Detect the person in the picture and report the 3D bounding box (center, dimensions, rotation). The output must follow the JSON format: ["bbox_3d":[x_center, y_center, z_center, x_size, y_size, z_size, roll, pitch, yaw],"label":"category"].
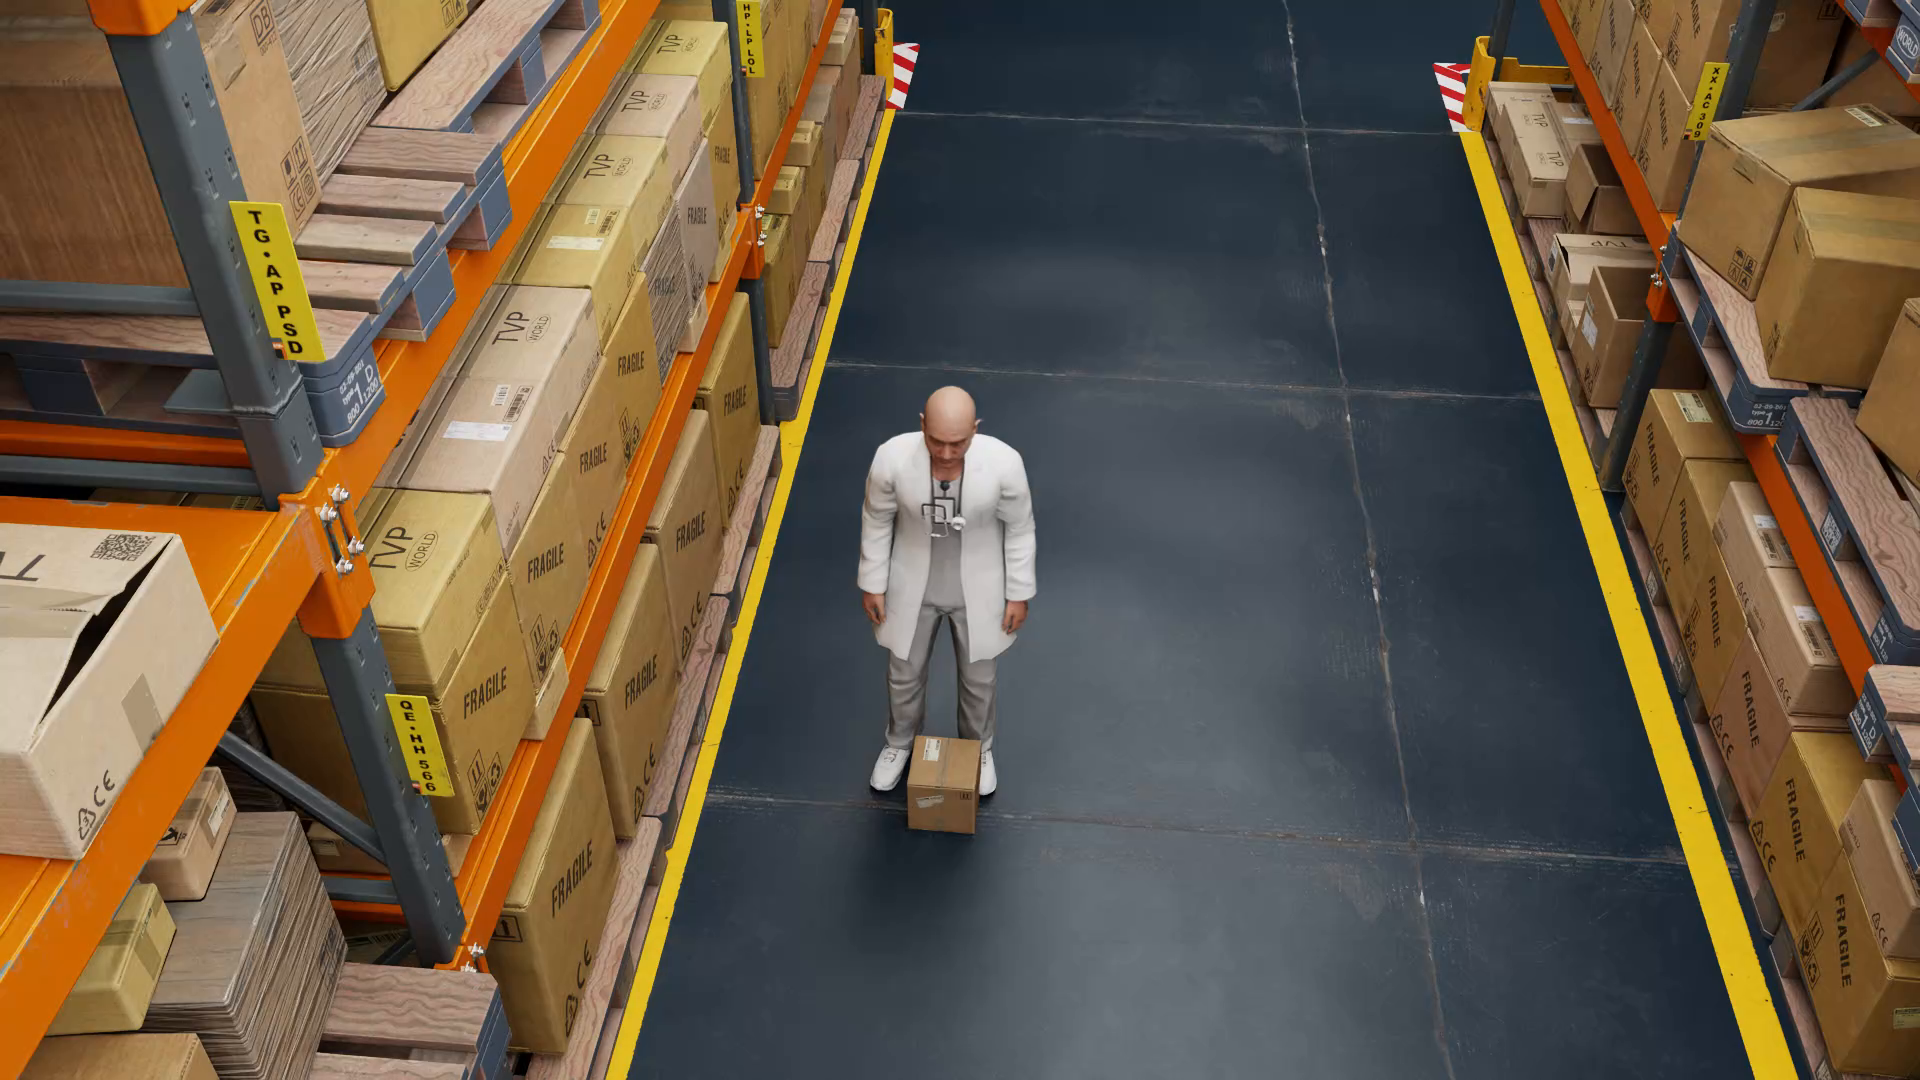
[{"bbox_3d":[-0.048,0.177,5.952,0.642,1.774,0.420,3,40,4],"label":"person"}]
